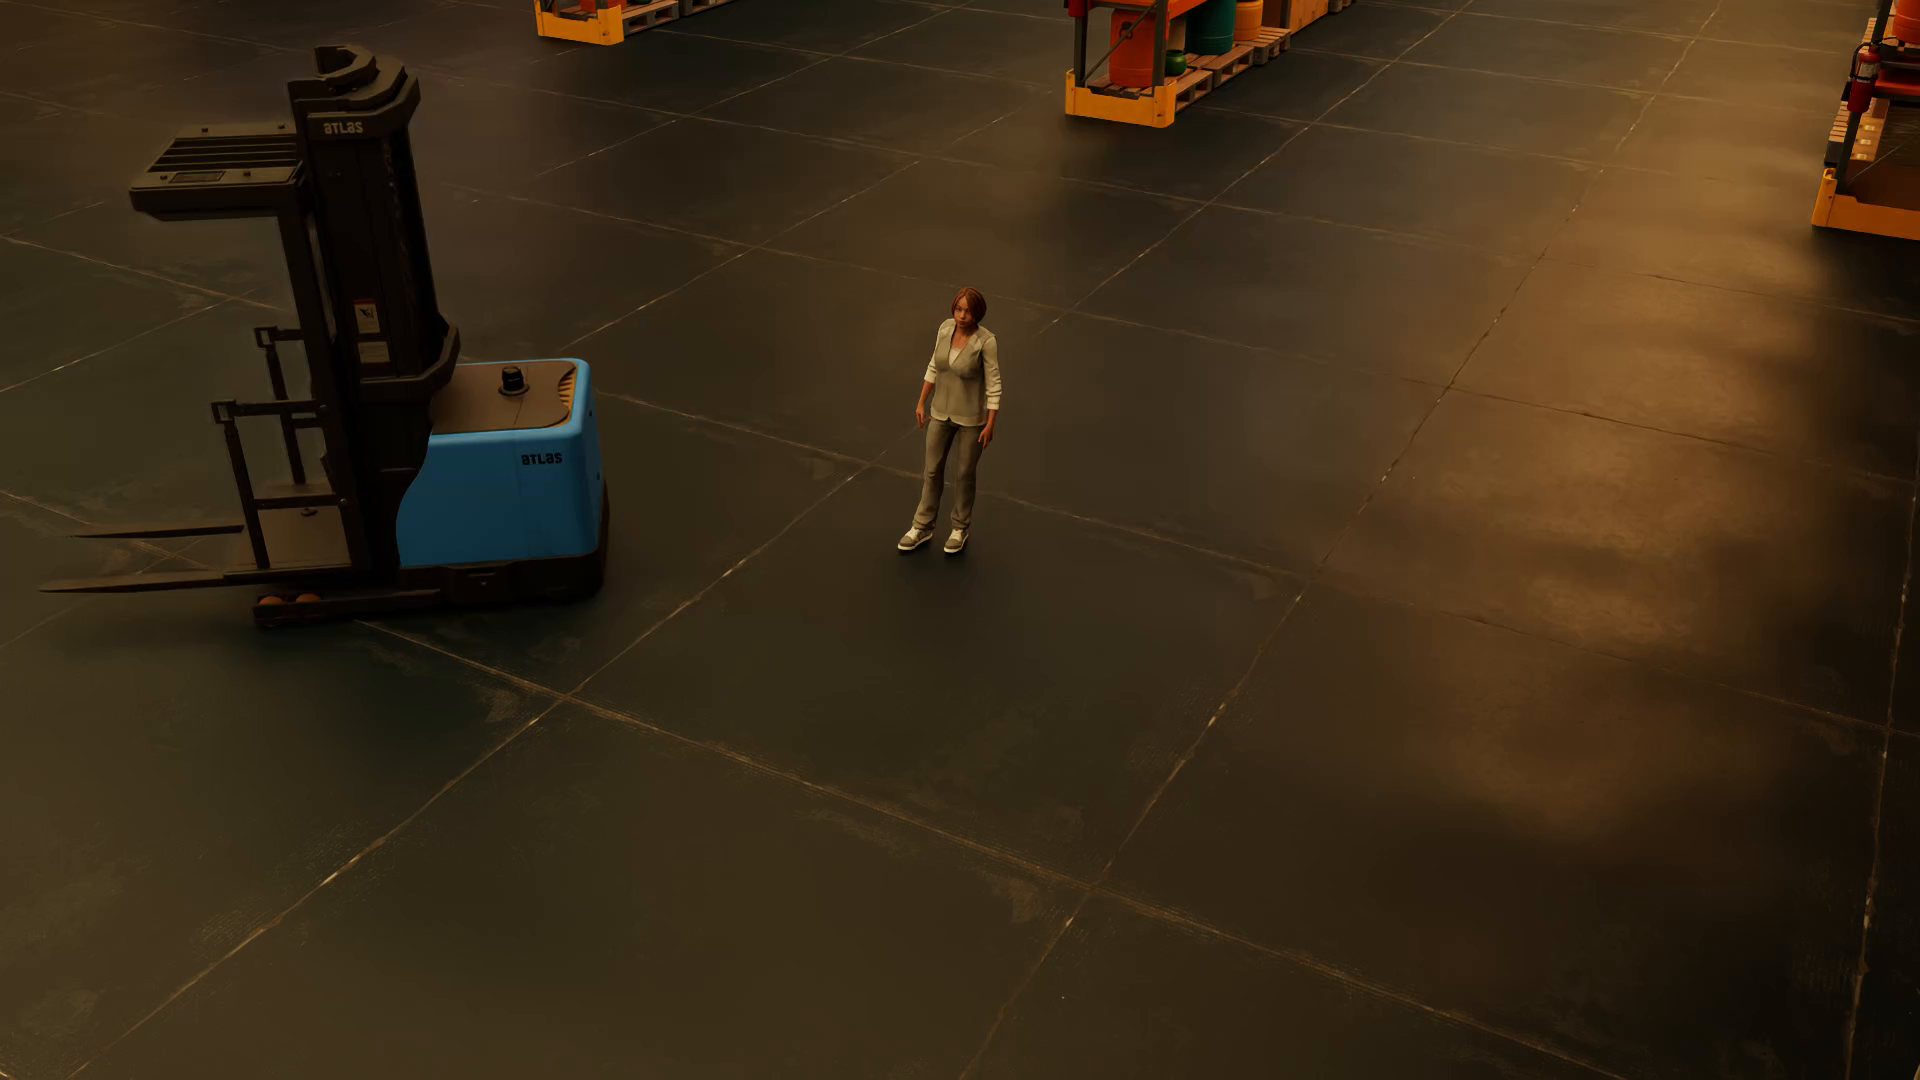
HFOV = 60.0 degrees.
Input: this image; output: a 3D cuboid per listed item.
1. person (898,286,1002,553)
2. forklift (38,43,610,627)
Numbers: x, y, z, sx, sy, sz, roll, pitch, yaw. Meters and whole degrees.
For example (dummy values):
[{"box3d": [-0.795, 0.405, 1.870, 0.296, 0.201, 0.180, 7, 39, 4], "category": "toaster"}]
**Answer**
[{"box3d": [-0.048, -0.669, 9.550, 0.520, 1.597, 0.475, 15, 33, 25], "category": "person"}, {"box3d": [-3.584, -1.073, 8.929, 3.031, 2.935, 1.130, -4, 30, -7], "category": "forklift"}]
